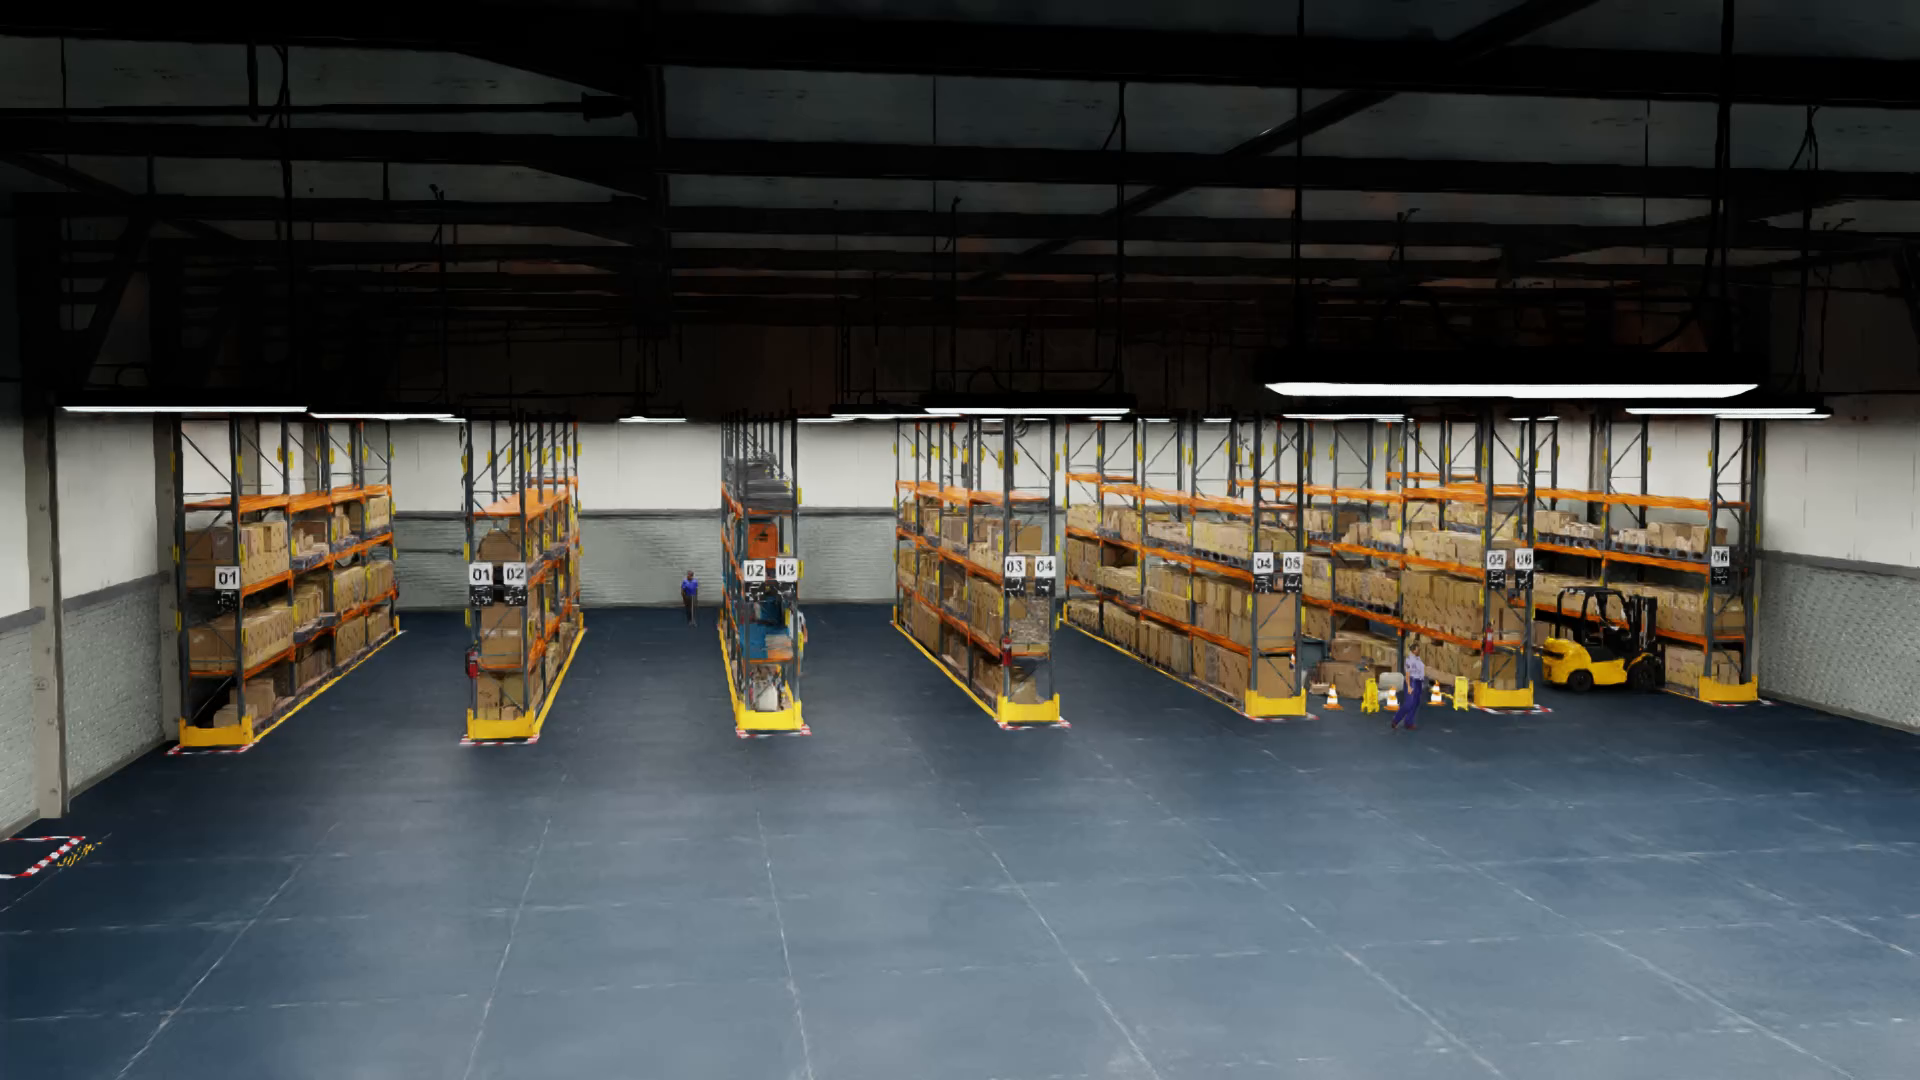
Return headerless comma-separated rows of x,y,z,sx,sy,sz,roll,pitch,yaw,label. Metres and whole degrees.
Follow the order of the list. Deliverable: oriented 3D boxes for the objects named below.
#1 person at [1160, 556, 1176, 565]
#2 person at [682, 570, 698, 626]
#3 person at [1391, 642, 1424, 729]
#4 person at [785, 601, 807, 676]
6.480,1.219,51.722,0.474,1.770,0.652,-4,5,-43,person
-7.666,1.624,47.196,0.449,1.571,1.075,0,4,-6,person
8.385,2.744,31.144,0.513,1.618,0.663,3,5,39,person
-3.828,2.212,37.978,0.672,1.731,0.685,-1,4,-18,person
